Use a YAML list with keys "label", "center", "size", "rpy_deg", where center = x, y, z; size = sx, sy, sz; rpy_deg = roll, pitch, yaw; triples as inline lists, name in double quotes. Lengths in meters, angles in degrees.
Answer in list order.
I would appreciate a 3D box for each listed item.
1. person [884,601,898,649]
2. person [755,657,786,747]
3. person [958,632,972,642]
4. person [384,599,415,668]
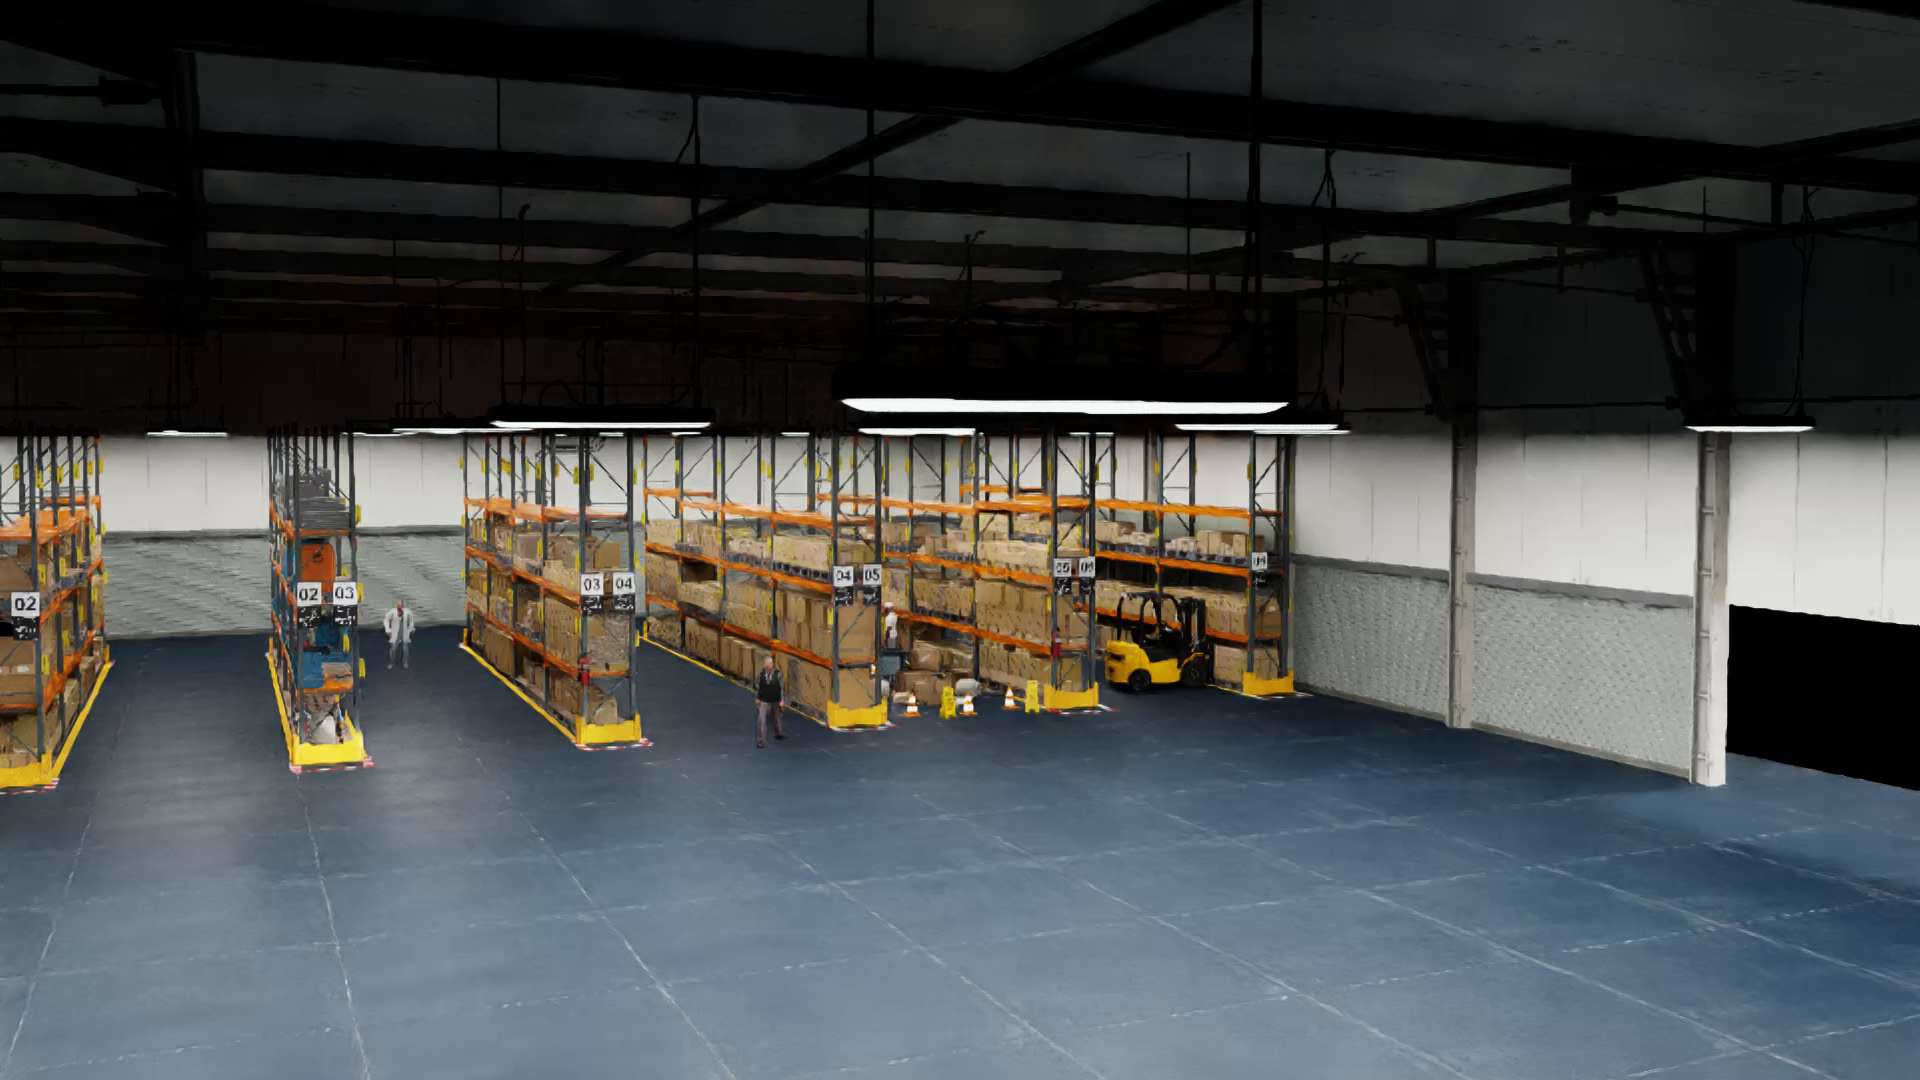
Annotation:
- label: "person"
  center: [-1.734, 2.365, 40.323]
  size: [0.579, 1.763, 0.676]
  rpy_deg: [0, 3, 2]
- label: "person"
  center: [-3.541, 2.999, 31.071]
  size: [0.574, 1.666, 0.960]
  rpy_deg: [0, 3, -3]
- label: "person"
  center: [0.197, 2.063, 46.673]
  size: [0.534, 1.589, 0.522]
  rpy_deg: [0, 3, 1]
- label: "person"
  center: [-13.965, 2.333, 41.413]
  size: [0.729, 1.733, 0.546]
  rpy_deg: [-2, 4, -26]
